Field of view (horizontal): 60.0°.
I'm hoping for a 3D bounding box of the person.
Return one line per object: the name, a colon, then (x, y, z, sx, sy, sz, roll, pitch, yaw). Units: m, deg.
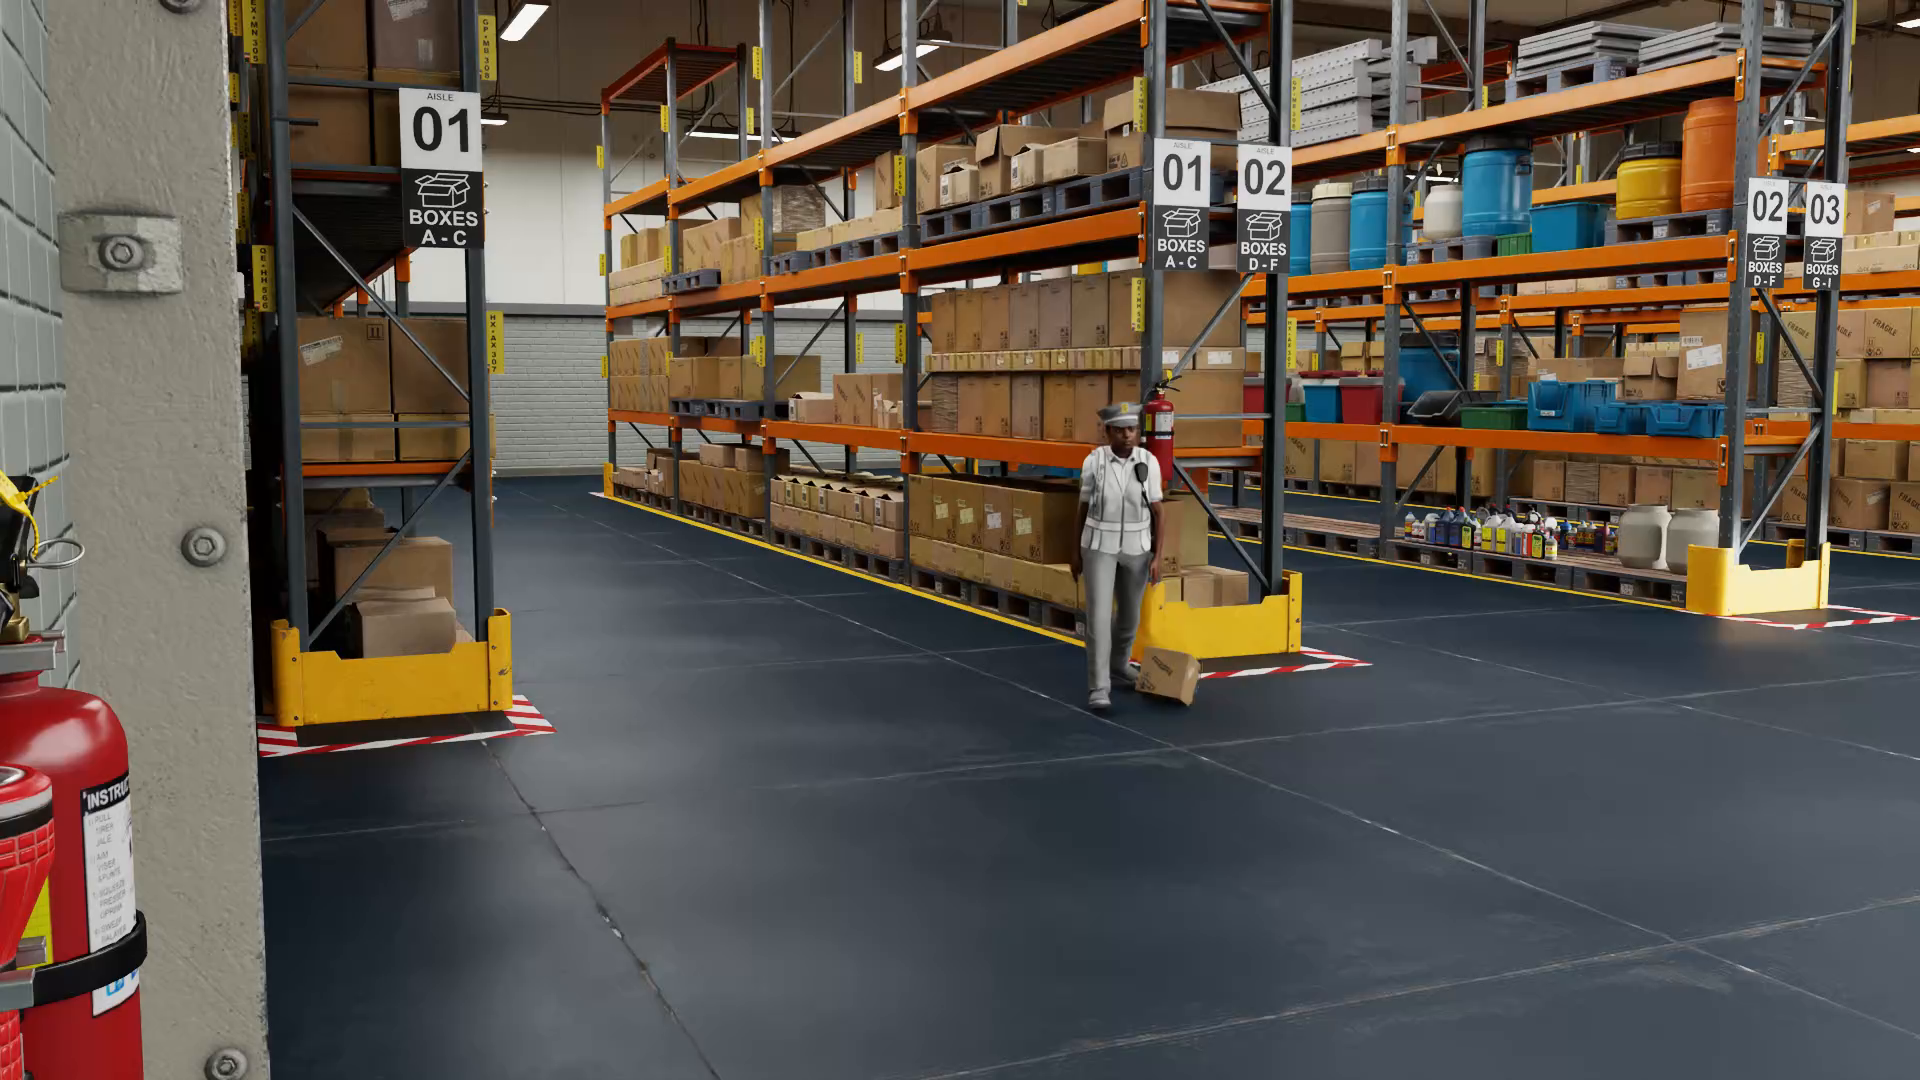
person: (0.856, 0.061, 8.978, 0.488, 1.614, 0.943, -1, 6, -6)
